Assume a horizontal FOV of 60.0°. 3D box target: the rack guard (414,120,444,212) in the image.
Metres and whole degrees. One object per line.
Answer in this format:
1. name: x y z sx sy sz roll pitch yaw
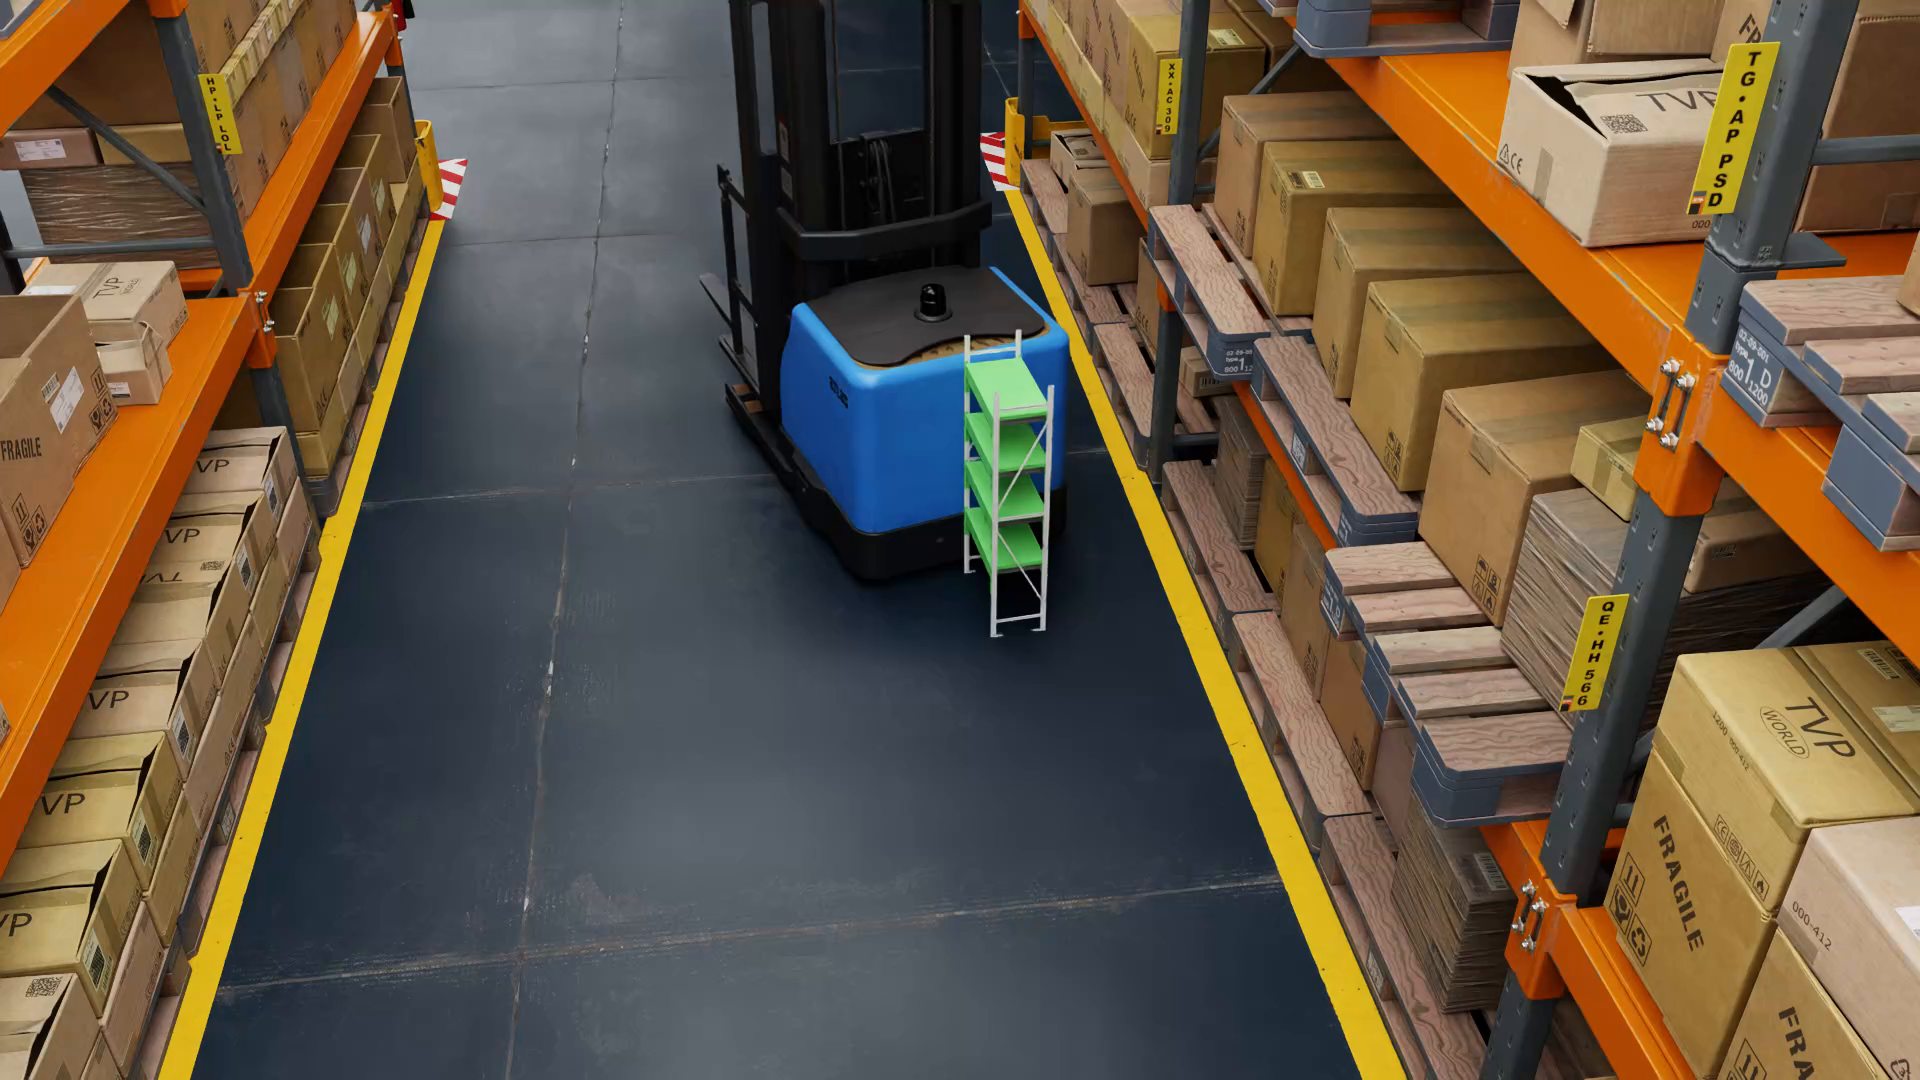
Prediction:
1. rack guard: -4.019 -2.410 10.843 1.175 0.500 0.348 -4 35 -6

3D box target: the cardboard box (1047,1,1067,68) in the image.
1. cardboard box: 0.790 -2.884 9.433 0.500 0.250 0.500 -5 35 -7

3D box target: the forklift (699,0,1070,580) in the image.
1. forklift: -0.574 -1.855 7.869 1.130 2.935 3.031 -14 37 -20

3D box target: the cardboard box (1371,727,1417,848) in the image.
1. cardboard box: 1.865 0.814 5.720 0.700 0.500 0.500 -4 35 -6

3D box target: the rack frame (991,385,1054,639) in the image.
1. rack frame: 0.250 -0.093 6.821 0.240 1.200 0.015 -8 35 -11

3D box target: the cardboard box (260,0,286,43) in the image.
1. cardboard box: -3.534 -2.536 8.142 0.380 0.149 0.250 -5 35 -7

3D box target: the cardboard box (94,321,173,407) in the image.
1. cardboard box: -3.178 -0.665 6.182 0.396 0.266 0.258 -5 35 -8

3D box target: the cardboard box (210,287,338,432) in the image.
1. cardboard box: -3.230 -0.827 7.703 0.500 0.500 0.500 -4 35 -6

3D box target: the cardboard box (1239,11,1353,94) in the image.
1. cardboard box: 1.574 -2.109 7.631 0.500 0.500 0.500 -5 35 -7

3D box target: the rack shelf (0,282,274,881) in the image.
1. rack shelf: -3.209 0.216 5.409 1.077 0.370 4.000 -4 35 -6

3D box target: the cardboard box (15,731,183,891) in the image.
1. cardboard box: -2.865 0.874 5.375 0.500 0.311 0.500 -5 35 -8

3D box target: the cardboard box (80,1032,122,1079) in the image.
1. cardboard box: -2.720 1.683 4.686 0.500 0.250 0.500 -4 35 -7

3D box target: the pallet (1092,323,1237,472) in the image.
1. pallet: 1.305 -0.795 8.729 1.003 0.211 1.213 -4 35 -6

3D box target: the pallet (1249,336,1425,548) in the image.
1. pallet: 1.661 -0.365 5.792 1.003 0.211 1.213 -4 35 -6

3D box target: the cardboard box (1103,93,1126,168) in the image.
1. cardboard box: 1.007 -2.041 8.197 0.500 0.250 0.500 -4 35 -6

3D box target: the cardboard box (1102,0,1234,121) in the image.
1. cardboard box: 0.987 -2.350 7.984 0.500 0.500 0.500 -5 35 -7

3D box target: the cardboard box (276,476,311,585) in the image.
1. cardboard box: -3.135 -0.025 7.192 0.500 0.250 0.500 -5 35 -7

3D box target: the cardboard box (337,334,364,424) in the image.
1. cardboard box: -3.302 -0.796 8.323 0.500 0.250 0.500 -4 35 -6

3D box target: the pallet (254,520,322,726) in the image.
1. pallet: -3.340 0.363 7.030 1.003 0.211 1.213 -4 35 -6

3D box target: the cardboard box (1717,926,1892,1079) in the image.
1. cardboard box: 1.841 1.068 3.148 0.500 0.500 0.500 -3 34 -5

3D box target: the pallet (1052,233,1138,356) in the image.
1. pallet: 1.137 -1.477 9.730 1.003 0.211 1.213 -4 35 -6

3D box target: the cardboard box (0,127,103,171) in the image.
1. cardboard box: -3.727 -1.642 6.832 0.380 0.149 0.250 -4 35 -6

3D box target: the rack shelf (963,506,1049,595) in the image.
1. rack shelf: 0.193 0.025 7.188 0.258 0.148 0.480 -8 35 -11

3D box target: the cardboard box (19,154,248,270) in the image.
1. cardboard box: -3.544 -1.486 7.178 0.700 0.500 0.500 -5 35 -8

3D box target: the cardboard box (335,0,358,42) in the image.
1. cardboard box: -3.966 -3.210 9.707 0.700 0.500 0.500 -4 35 -6

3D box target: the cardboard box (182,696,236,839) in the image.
1. cardboard box: -2.933 0.826 5.942 0.500 0.250 0.500 -4 34 -5

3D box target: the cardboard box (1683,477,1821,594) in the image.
1. cardboard box: 1.892 -0.024 4.066 0.380 0.149 0.250 -9 35 -13

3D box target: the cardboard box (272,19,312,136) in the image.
1. cardboard box: -3.755 -2.346 8.440 0.700 0.500 0.500 -3 34 -5

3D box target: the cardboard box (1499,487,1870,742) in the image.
1. cardboard box: 1.895 0.173 4.354 0.700 0.500 0.500 -8 35 -12

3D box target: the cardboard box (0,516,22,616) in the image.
1. cardboard box: -3.182 0.058 4.912 0.500 0.500 0.500 -6 35 -9

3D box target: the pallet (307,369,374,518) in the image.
1. pallet: -3.544 -0.492 8.285 1.003 0.211 1.213 -4 35 -6

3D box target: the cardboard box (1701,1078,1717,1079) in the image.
1. cardboard box: 1.760 1.250 3.457 0.380 0.149 0.250 -3 34 -5

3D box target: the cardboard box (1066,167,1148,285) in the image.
1. cardboard box: 1.022 -1.832 9.603 0.700 0.500 0.500 -6 35 -9

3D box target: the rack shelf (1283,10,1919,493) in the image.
1. rack shelf: 1.699 -1.401 5.117 1.077 0.370 4.000 -4 35 -6

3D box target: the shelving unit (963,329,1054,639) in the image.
1. shelving unit: 0.193 -0.226 7.017 0.258 1.200 0.503 -8 35 -11

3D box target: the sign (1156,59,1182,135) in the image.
1. sign: 0.893 -1.887 7.087 0.100 0.325 0.005 -4 35 -6

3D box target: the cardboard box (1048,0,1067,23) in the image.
1. cardboard box: 0.778 -3.209 9.244 0.500 0.500 0.500 -5 35 -8

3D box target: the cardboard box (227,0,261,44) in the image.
1. cardboard box: -3.680 -2.584 7.637 0.700 0.500 0.500 -4 35 -6

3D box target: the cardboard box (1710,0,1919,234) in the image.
1. cardboard box: 2.099 -1.051 3.859 0.500 0.500 0.500 -4 35 -6

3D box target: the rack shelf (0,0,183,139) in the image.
1. rack shelf: -3.209 -1.024 4.564 1.077 0.370 4.000 -4 35 -6

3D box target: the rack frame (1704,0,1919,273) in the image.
1. rack frame: 1.968 -1.822 2.432 1.000 3.000 0.127 -4 35 -6

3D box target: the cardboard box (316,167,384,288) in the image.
1. cardboard box: -3.434 -1.664 8.931 0.500 0.500 0.500 -4 35 -6

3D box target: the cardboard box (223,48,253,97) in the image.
1. cardboard box: -3.429 -2.102 7.506 0.380 0.149 0.250 -5 35 -7

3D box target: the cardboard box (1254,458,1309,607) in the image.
1. cardboard box: 1.665 -0.030 6.959 0.700 0.500 0.500 -5 35 -7

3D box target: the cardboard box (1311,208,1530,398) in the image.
1. cardboard box: 1.652 -0.834 5.831 0.700 0.500 0.500 0 34 0

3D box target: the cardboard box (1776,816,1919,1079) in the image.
1. cardboard box: 1.847 0.748 2.953 0.500 0.250 0.500 -5 35 -7

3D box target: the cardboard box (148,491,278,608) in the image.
1. cardboard box: -3.063 0.028 6.617 0.500 0.311 0.500 -3 34 -5

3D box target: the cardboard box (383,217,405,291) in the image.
1. cardboard box: -3.503 -1.633 9.552 0.500 0.250 0.500 -4 35 -6

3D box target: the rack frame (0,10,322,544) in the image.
1. rack frame: -3.478 -1.198 6.844 1.000 3.000 0.127 -4 35 -6

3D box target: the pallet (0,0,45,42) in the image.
1. pallet: -3.347 -1.867 5.332 0.805 0.209 1.217 -6 35 -8
